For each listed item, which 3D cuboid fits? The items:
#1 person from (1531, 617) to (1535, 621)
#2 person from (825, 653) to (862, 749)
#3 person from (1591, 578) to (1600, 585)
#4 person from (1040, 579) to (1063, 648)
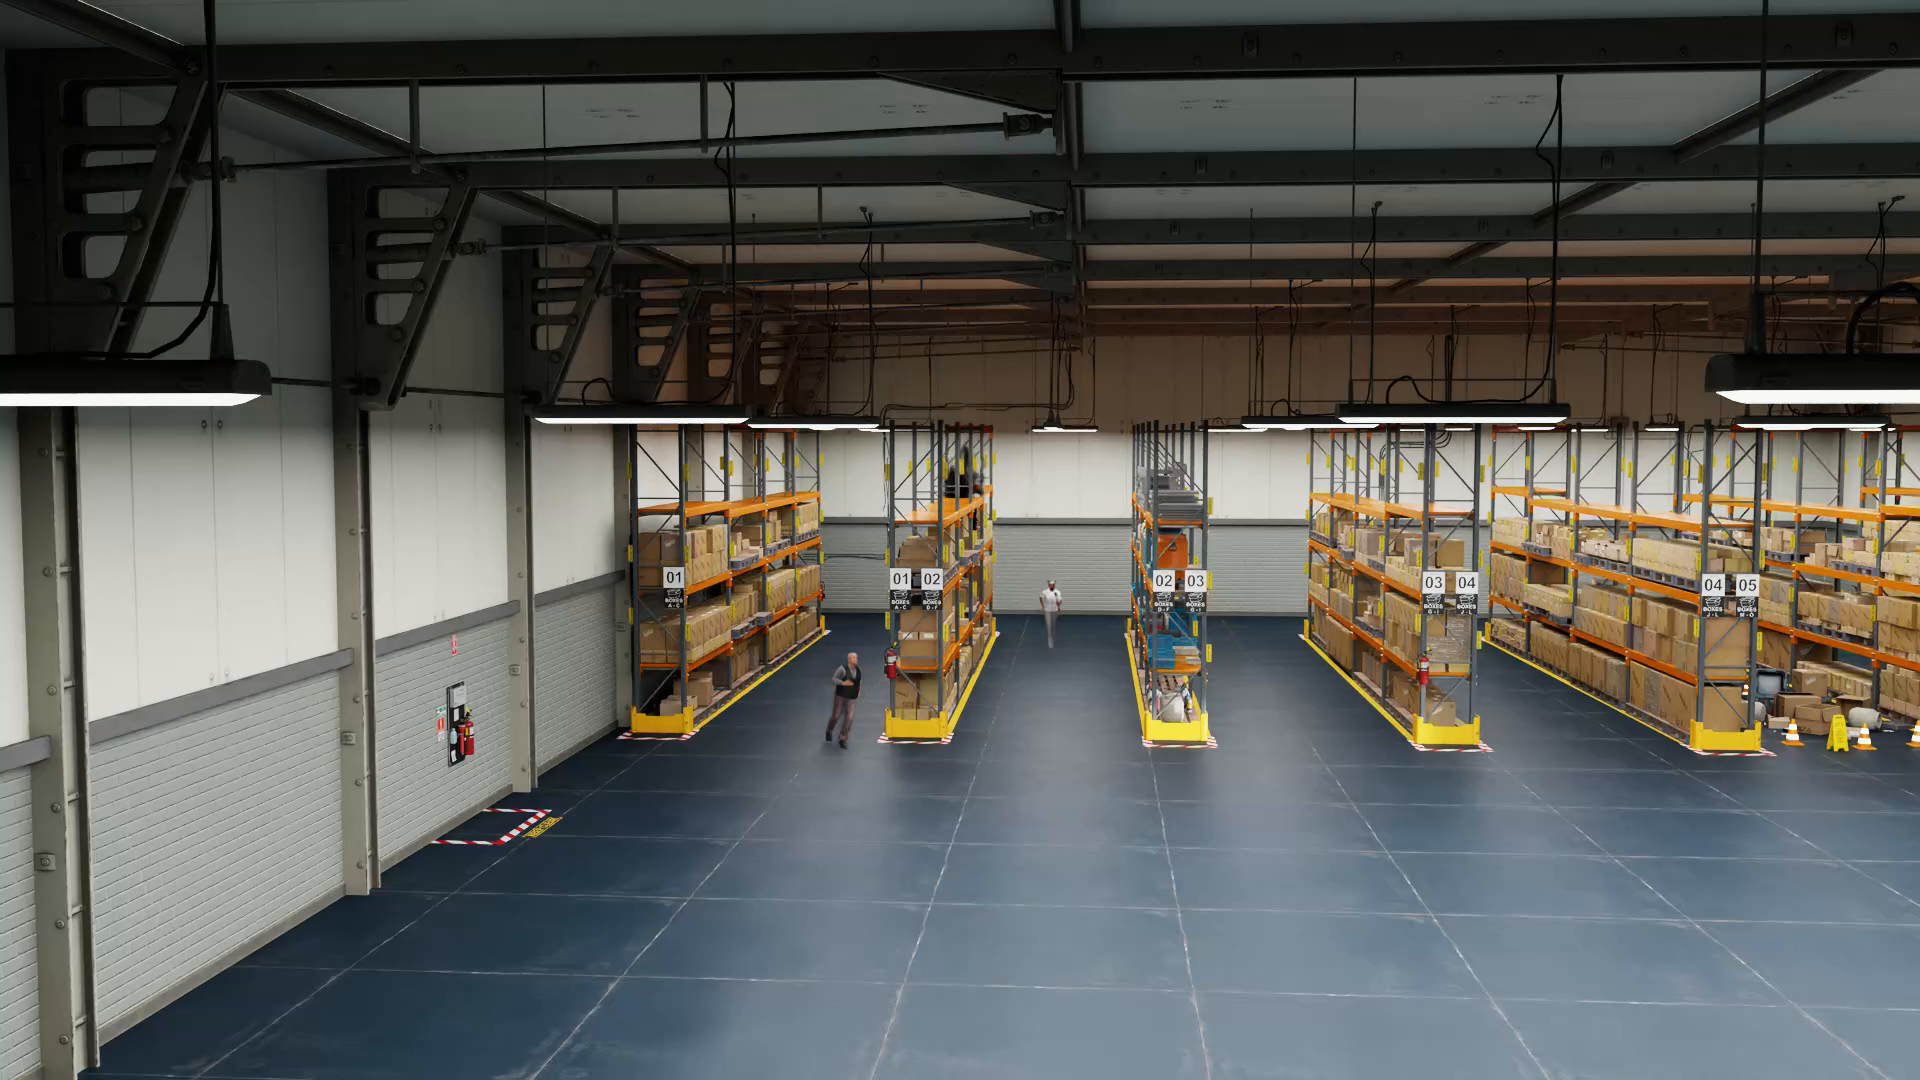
[{"bbox_3d":[16.364,1.819,47.857,0.763,1.812,0.670,-1,4,-18],"label":"person"},{"bbox_3d":[-2.065,2.929,30.701,0.678,1.712,0.894,-2,4,-24],"label":"person"},{"bbox_3d":[18.036,1.908,47.213,0.672,1.656,0.547,0,4,7],"label":"person"},{"bbox_3d":[2.358,1.865,42.801,0.575,1.732,0.826,0,4,-5],"label":"person"}]
